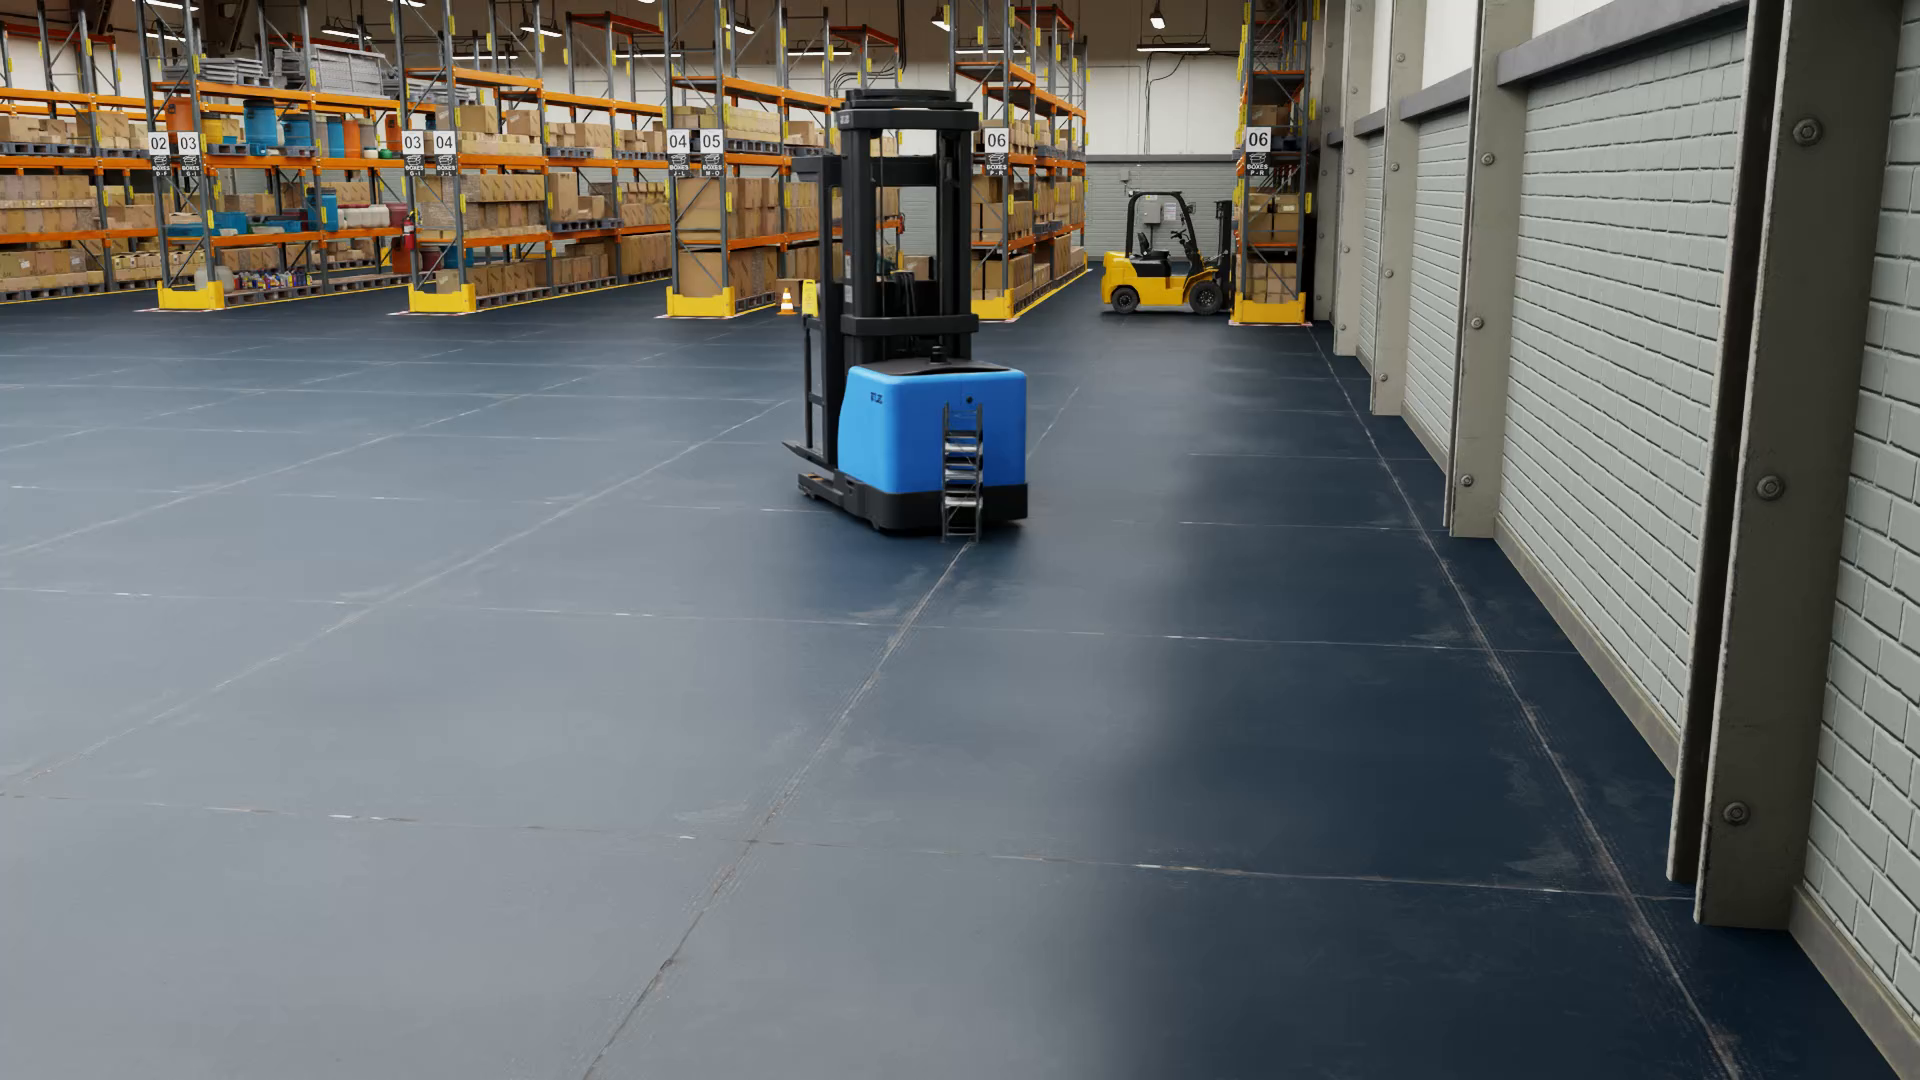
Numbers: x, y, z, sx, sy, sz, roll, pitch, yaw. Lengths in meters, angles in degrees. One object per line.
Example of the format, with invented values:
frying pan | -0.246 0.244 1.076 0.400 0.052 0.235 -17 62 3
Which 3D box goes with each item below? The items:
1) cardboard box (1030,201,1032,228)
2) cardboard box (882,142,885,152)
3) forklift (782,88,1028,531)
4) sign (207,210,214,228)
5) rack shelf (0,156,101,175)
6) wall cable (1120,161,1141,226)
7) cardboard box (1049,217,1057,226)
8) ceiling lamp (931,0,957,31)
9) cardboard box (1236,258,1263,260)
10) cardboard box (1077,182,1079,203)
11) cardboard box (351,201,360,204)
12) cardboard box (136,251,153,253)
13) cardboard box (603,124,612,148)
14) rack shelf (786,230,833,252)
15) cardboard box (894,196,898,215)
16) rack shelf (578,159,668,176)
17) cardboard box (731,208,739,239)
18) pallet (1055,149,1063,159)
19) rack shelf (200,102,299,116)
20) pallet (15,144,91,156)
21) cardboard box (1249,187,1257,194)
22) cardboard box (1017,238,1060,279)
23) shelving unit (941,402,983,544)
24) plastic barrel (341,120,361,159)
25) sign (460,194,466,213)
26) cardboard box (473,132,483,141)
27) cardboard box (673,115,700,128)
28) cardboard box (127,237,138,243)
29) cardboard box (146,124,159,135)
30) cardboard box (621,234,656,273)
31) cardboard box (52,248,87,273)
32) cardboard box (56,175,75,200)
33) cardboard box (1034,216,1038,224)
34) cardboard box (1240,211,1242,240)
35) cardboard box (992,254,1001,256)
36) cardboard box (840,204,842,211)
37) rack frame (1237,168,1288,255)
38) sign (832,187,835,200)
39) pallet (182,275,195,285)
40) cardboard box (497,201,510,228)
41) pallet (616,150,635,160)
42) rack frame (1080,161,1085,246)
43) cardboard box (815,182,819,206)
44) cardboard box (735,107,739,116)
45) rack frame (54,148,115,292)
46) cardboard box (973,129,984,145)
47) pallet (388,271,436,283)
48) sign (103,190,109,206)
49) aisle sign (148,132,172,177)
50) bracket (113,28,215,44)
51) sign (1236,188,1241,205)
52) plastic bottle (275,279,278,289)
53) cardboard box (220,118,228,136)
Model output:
cardboard box | 1.117 -6.243 31.900 0.500 0.500 0.500 2 12 7
cardboard box | -2.189 -10.002 42.336 0.500 0.250 0.500 1 12 6
forklift | -0.573 -1.762 12.212 1.130 2.935 3.031 -5 13 -22
sign | -13.819 -5.915 30.663 0.100 0.325 0.005 2 12 9
rack shelf | -18.948 -7.491 33.219 1.077 0.370 4.000 2 12 9
wall cable | 5.032 -10.275 49.140 0.588 1.984 0.122 2 12 9
cardboard box | 1.879 -7.003 36.723 0.500 0.250 0.500 2 12 8
ceiling lamp | -0.117 -13.498 38.411 0.800 3.185 2.000 2 12 9
cardboard box | 5.218 -4.930 29.905 0.500 0.250 0.500 2 12 8
cardboard box | 2.736 -8.760 41.910 0.500 0.500 0.500 2 12 8
cardboard box | -16.753 -9.025 45.516 0.500 0.500 0.500 2 12 9
cardboard box | -18.549 -6.445 37.979 0.500 0.311 0.500 2 12 7
cardboard box | -8.064 -8.955 36.884 0.500 0.500 0.500 2 12 10
rack shelf | -3.660 -6.354 35.063 1.077 0.370 4.000 2 12 9
cardboard box | -1.936 -8.879 44.131 0.500 0.500 0.500 2 12 10
rack shelf | -7.930 -8.834 39.454 1.077 0.370 4.000 2 12 9
cardboard box | -4.507 -5.723 30.075 0.875 0.550 0.550 2 12 9
pallet | 1.601 -8.492 36.606 1.213 0.211 1.003 2 12 11
rack shelf | -17.718 -10.427 40.673 1.077 0.370 4.000 2 12 9
pallet | -18.746 -8.037 34.257 1.003 0.211 1.213 2 12 9
cardboard box | 7.124 -8.528 41.316 0.500 0.500 0.500 2 12 10
cardboard box | 1.743 -6.290 37.106 0.875 0.875 0.875 2 12 8
shelving unit | 0.015 -0.438 10.889 0.258 0.900 0.210 1 12 6
plastic barrel | -13.573 -8.840 36.753 0.600 0.830 0.708 2 12 9
sign | -8.932 -6.044 29.862 0.100 0.325 0.005 2 12 9
cardboard box | -9.032 -7.438 30.674 0.380 0.149 0.250 2 12 11
cardboard box | -4.783 -7.360 29.320 0.500 0.250 0.500 2 12 9
cardboard box | -22.308 -8.047 44.607 0.380 0.149 0.250 2 12 8
cardboard box | -21.846 -10.878 44.570 0.500 0.500 0.500 2 12 7
cardboard box | -7.966 -6.798 39.465 1.225 0.875 0.875 2 12 9
cardboard box | -18.584 -5.813 34.596 0.500 0.500 0.500 2 12 9
cardboard box | -18.779 -7.278 34.326 0.700 0.500 0.500 2 12 9
cardboard box | 1.337 -6.337 32.877 0.380 0.149 0.250 2 12 9
cardboard box | 5.280 -5.636 29.788 0.500 0.500 0.500 2 12 9
cardboard box | 0.511 -5.151 31.527 0.500 0.500 0.500 2 12 11
cardboard box | -2.924 -7.660 38.311 0.380 0.149 0.250 2 12 9
rack frame | 6.460 -6.822 35.529 1.000 3.000 0.127 2 12 9
sign | -2.803 -7.670 36.716 0.100 0.325 0.005 2 12 9
pallet | -18.190 -6.092 38.759 1.003 0.211 1.213 2 12 9
cardboard box | -9.190 -6.260 31.978 0.875 0.500 0.500 2 12 9
pallet | -8.191 -8.813 38.096 1.213 0.211 1.003 2 12 11
rack frame | 2.785 -8.648 43.999 1.000 3.000 0.127 2 12 9
cardboard box | -3.431 -7.566 36.371 0.700 0.500 0.500 2 12 8
cardboard box | -4.138 -7.608 29.526 0.380 0.149 0.250 2 12 8
rack frame | -18.640 -6.792 35.391 1.000 3.000 0.127 2 12 9
cardboard box | 0.137 -6.971 28.748 0.500 0.250 0.500 2 12 8
pallet | -13.051 -6.266 39.568 1.003 0.211 1.213 2 12 9
sign | -18.092 -7.237 35.210 0.100 0.325 0.005 2 12 9
aisle sign | -14.666 -7.064 30.480 0.394 0.787 0.004 2 12 9
bracket | -22.242 -14.095 46.491 0.076 0.066 4.783 2 12 9
sign | 5.307 -6.532 31.624 0.100 0.325 0.005 2 12 9
plastic bottle | -13.692 -5.126 33.255 0.097 0.201 0.097 0 12 0
cardboard box | -17.874 -9.826 39.736 0.500 0.500 0.500 2 12 9
